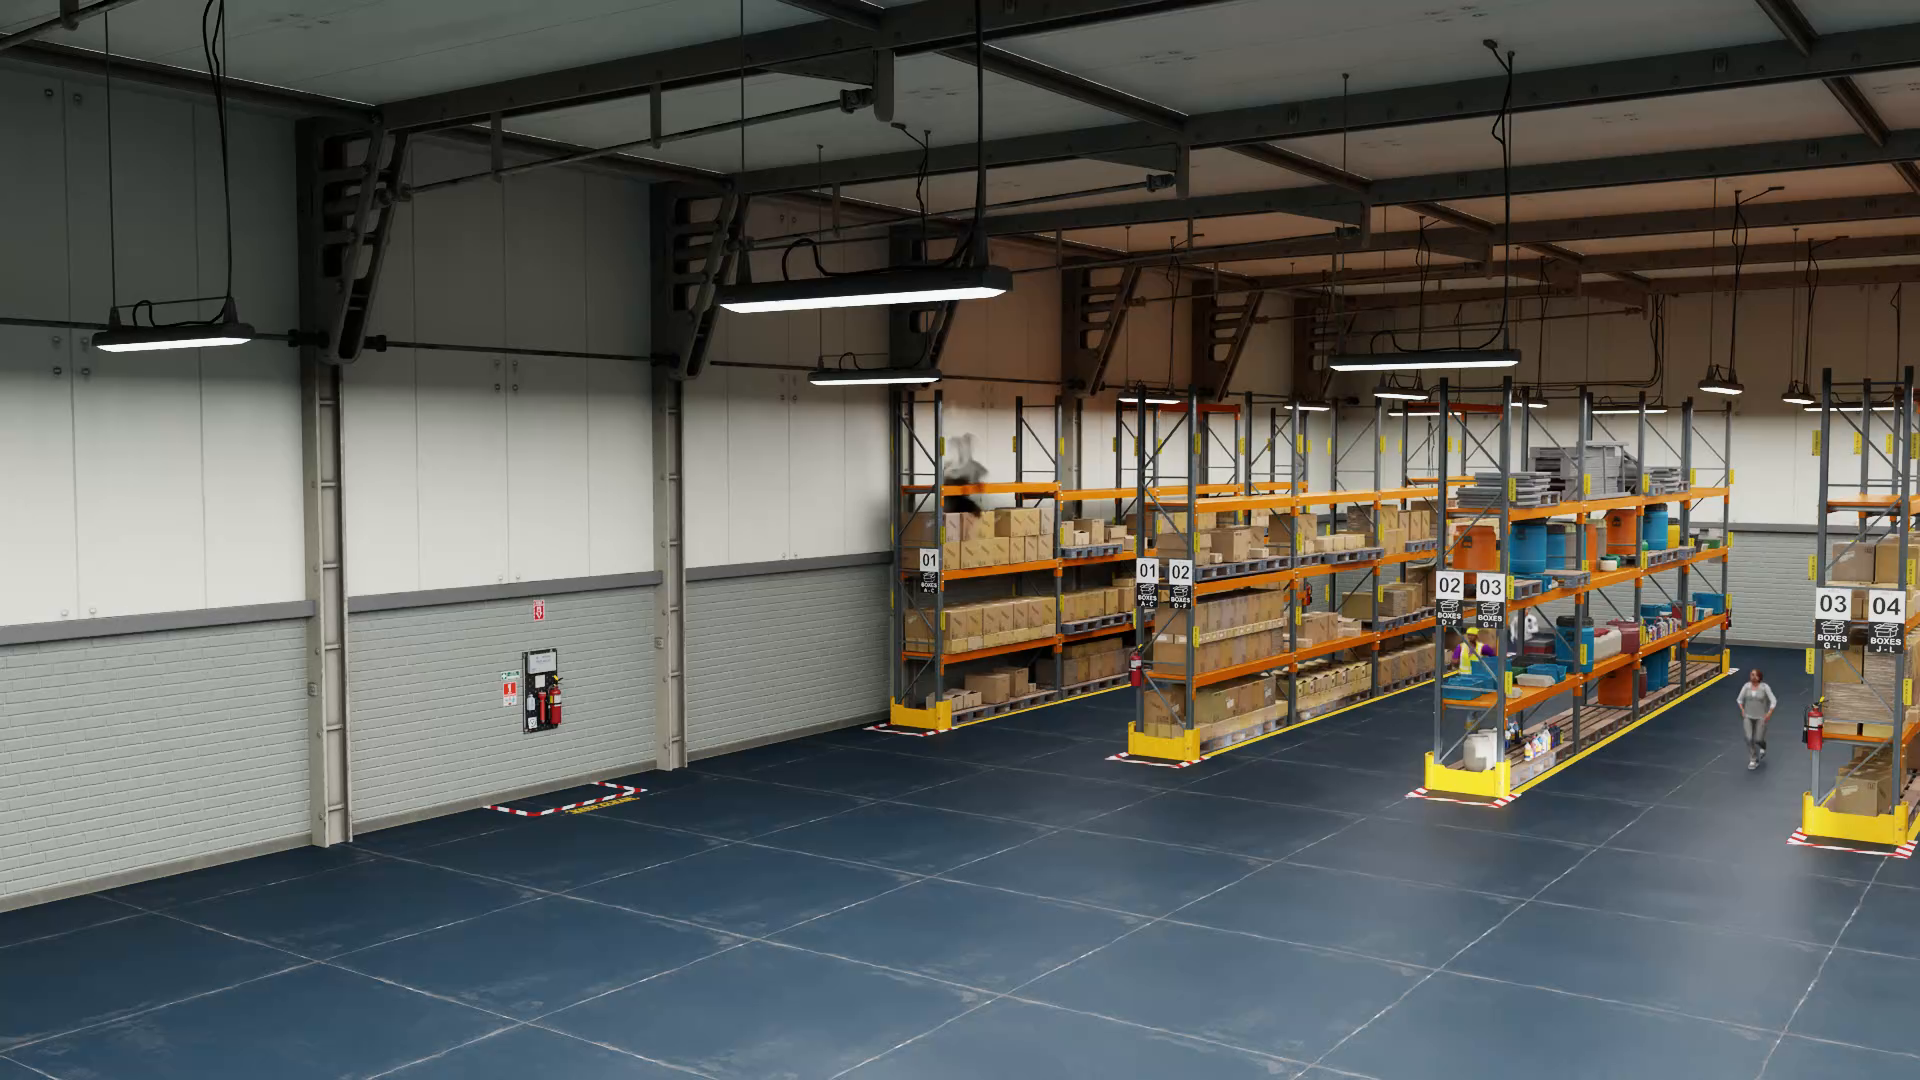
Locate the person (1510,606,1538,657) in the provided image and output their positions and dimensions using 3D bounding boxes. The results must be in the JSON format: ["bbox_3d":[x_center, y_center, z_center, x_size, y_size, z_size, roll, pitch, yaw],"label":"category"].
[{"bbox_3d":[12.025,2.163,35.459,0.579,1.706,0.674,1,3,21],"label":"person"}]

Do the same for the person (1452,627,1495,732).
[{"bbox_3d":[9.034,2.437,29.411,0.688,1.788,0.891,2,4,34],"label":"person"}]

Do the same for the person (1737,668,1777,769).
[{"bbox_3d":[12.405,2.769,25.911,0.564,1.559,0.576,2,4,36],"label":"person"}]

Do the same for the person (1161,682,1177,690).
[{"bbox_3d":[4.013,2.301,30.646,0.711,1.633,0.928,2,4,28],"label":"person"}]
